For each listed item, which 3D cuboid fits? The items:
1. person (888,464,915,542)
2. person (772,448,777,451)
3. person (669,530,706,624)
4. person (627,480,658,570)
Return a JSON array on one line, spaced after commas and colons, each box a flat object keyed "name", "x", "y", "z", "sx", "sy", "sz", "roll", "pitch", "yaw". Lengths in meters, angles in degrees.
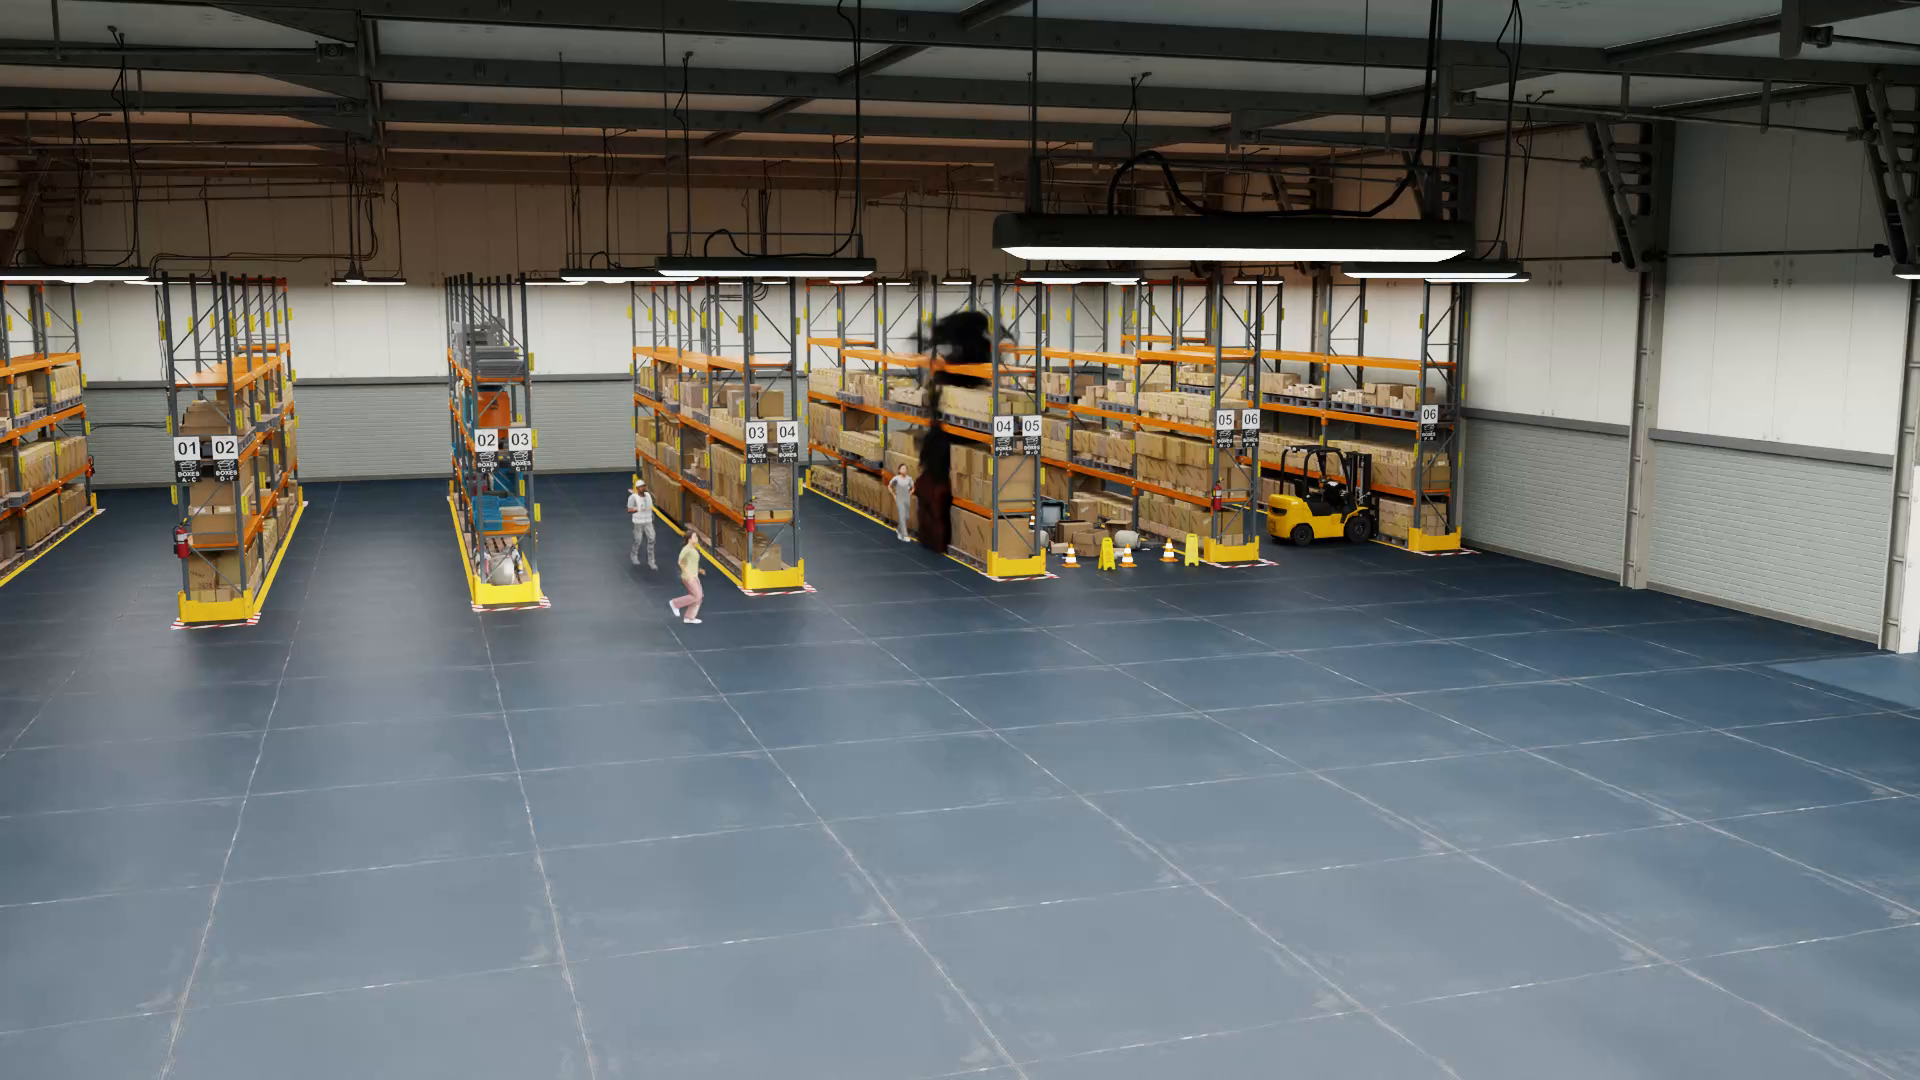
[{"name": "person", "x": -1.236, "y": -0.817, "z": 36.059, "sx": 0.586, "sy": 1.690, "sz": 0.757, "roll": -4, "pitch": 10, "yaw": -26}, {"name": "person", "x": -5.573, "y": -2.398, "z": 48.753, "sx": 0.726, "sy": 1.598, "sz": 0.544, "roll": 5, "pitch": 10, "yaw": 31}, {"name": "person", "x": -4.692, "y": 0.635, "z": 28.583, "sx": 0.587, "sy": 1.617, "sz": 0.568, "roll": 1, "pitch": 9, "yaw": 8}, {"name": "person", "x": -6.541, "y": -0.327, "z": 34.195, "sx": 0.645, "sy": 1.823, "sz": 0.840, "roll": -6, "pitch": 11, "yaw": -36}]
